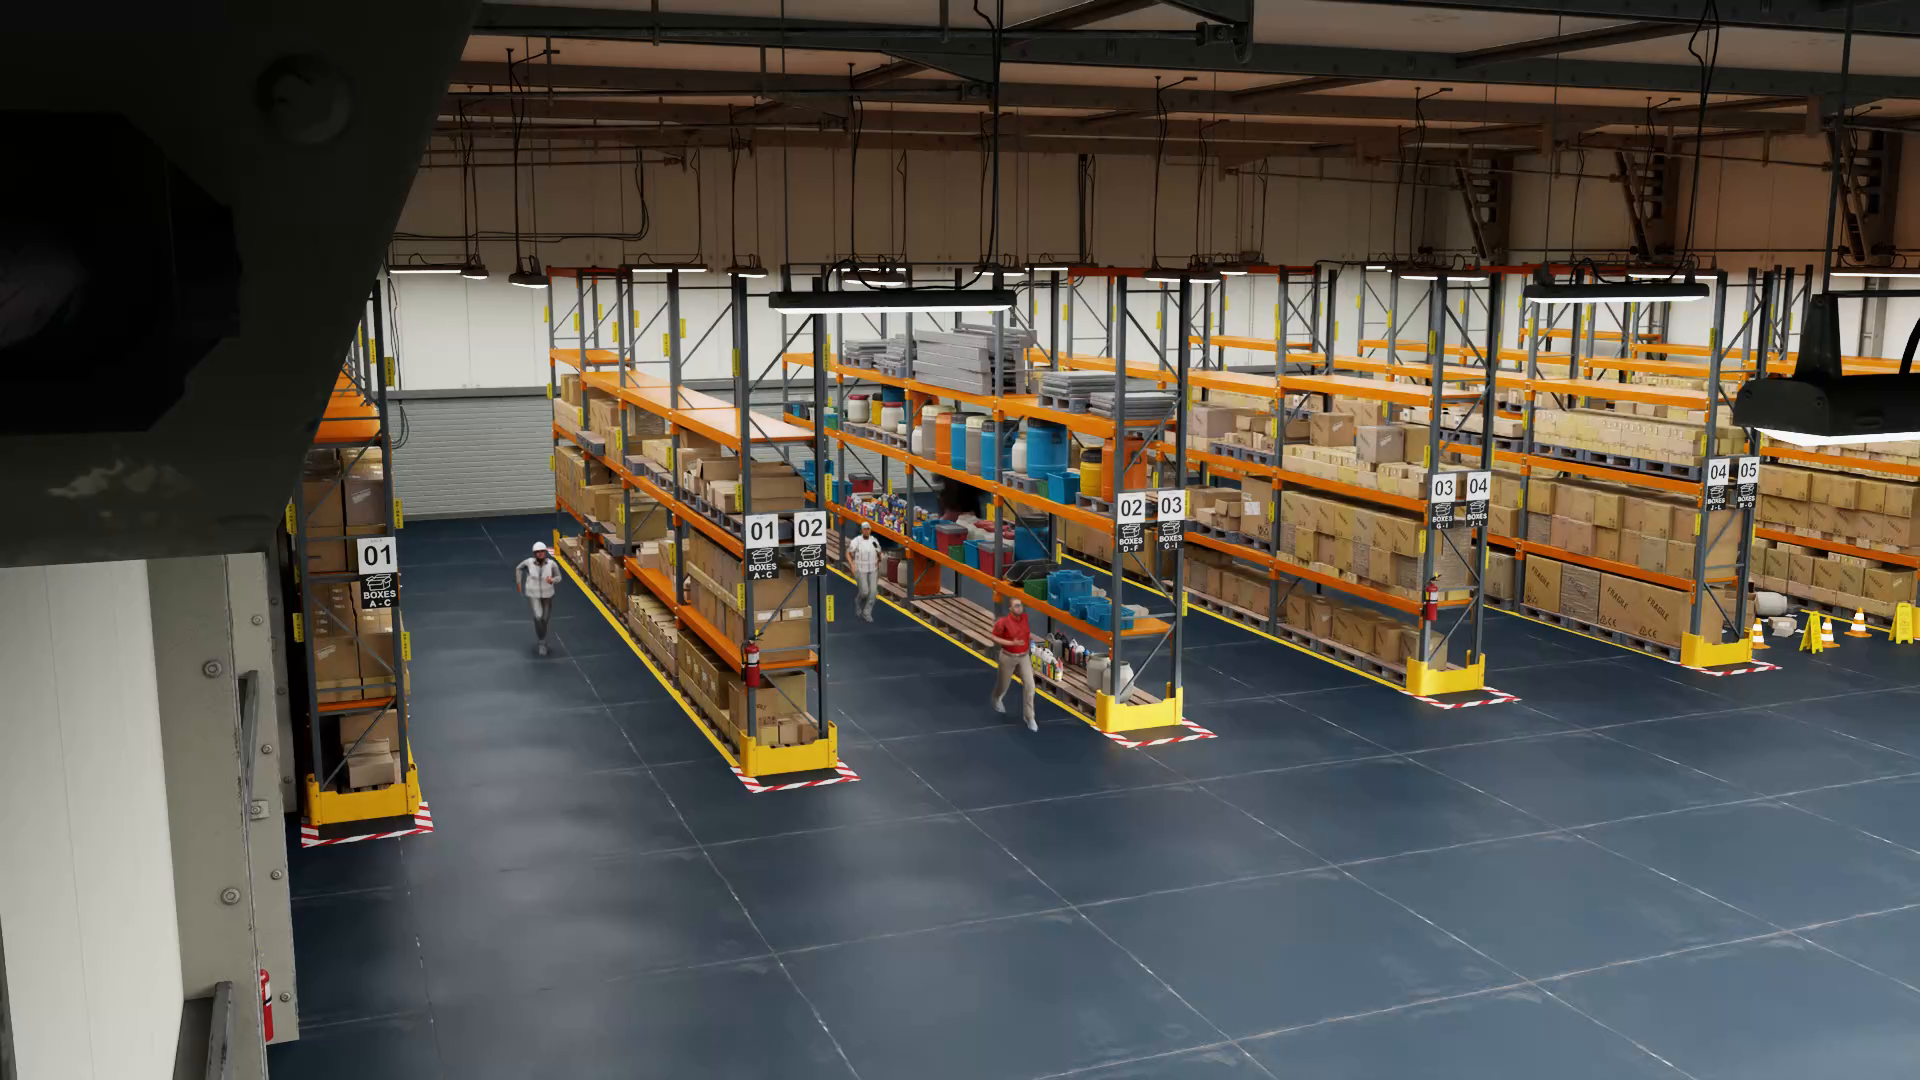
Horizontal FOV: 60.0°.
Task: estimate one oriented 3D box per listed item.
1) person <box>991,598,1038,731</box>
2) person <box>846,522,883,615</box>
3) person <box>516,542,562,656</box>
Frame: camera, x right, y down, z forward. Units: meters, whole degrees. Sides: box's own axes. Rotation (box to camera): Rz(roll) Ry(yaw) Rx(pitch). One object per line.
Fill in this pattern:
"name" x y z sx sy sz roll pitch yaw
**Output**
"person" 0.684 1.641 22.411 0.626 1.785 1.008 -4 11 -22
"person" -1.535 0.477 27.361 0.616 1.554 0.462 -4 11 -21
"person" -6.669 0.905 26.408 0.679 1.814 0.851 -4 11 -21
